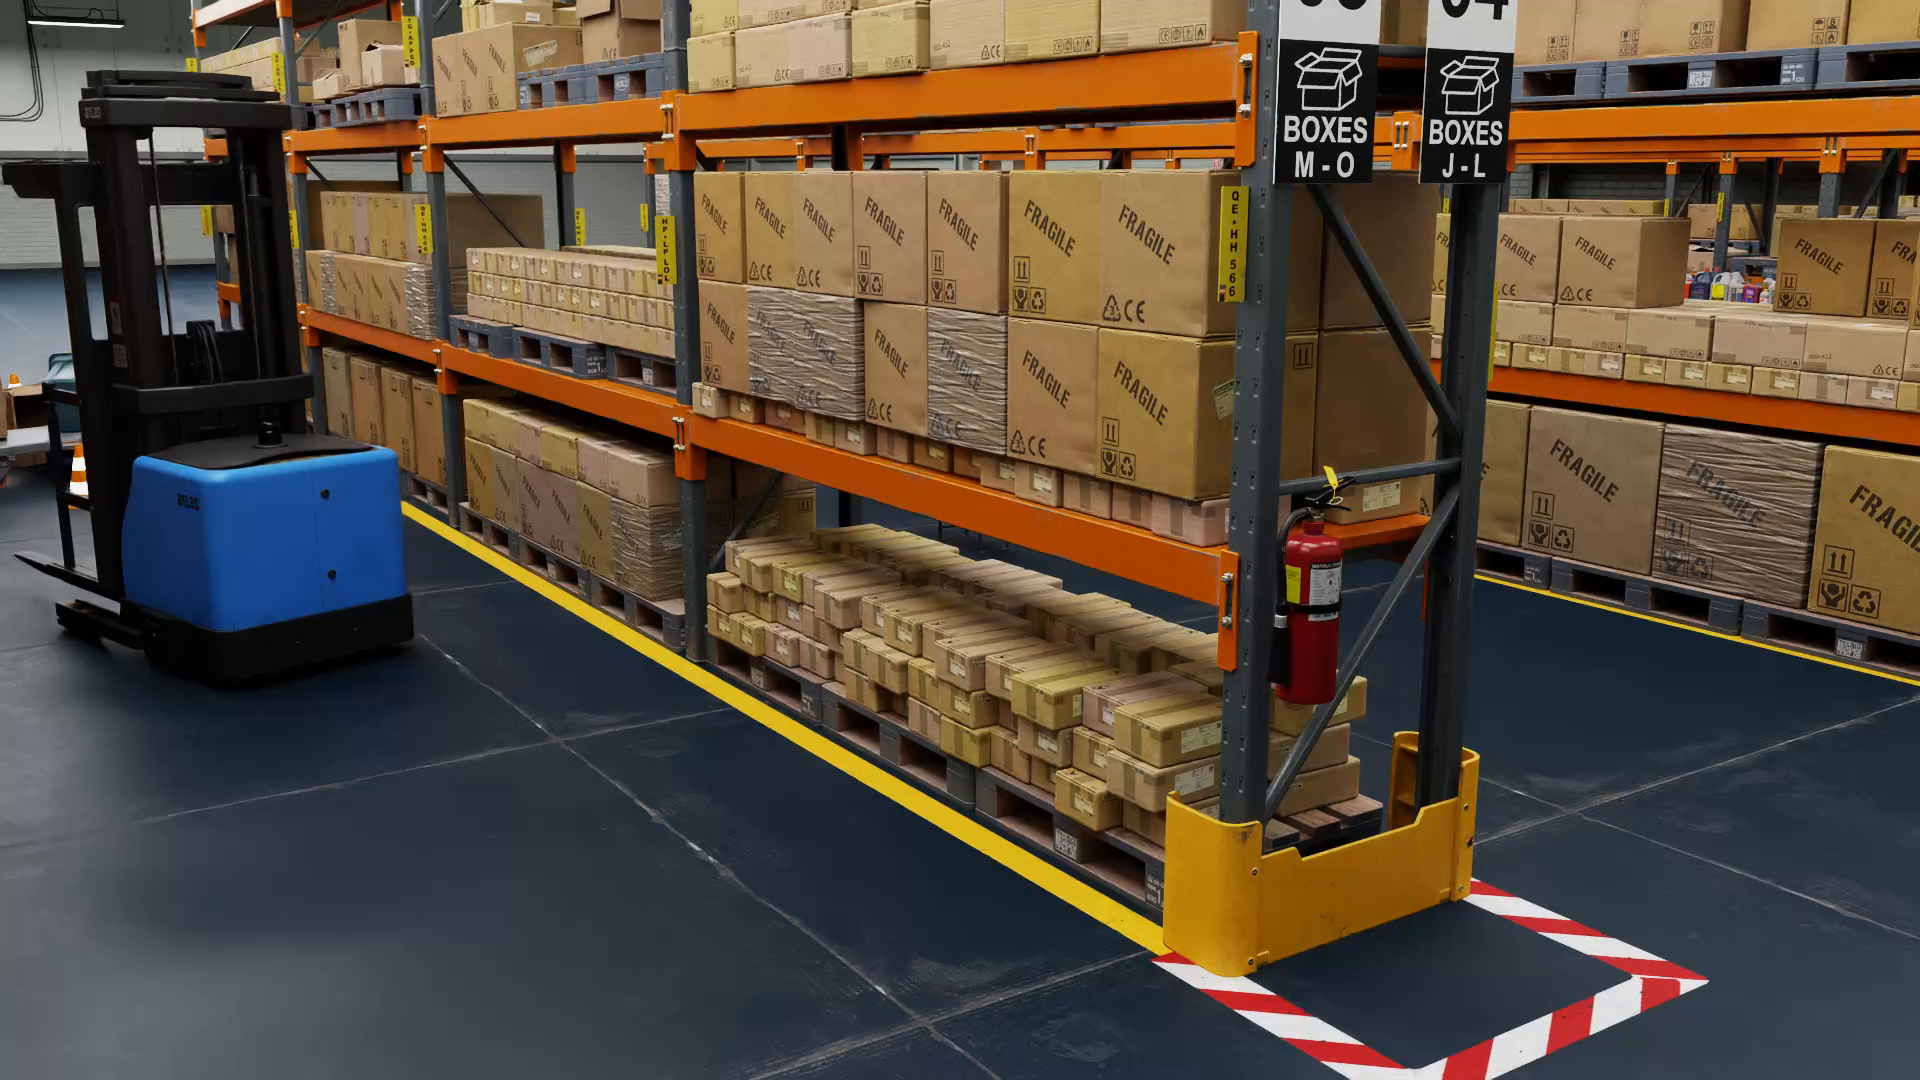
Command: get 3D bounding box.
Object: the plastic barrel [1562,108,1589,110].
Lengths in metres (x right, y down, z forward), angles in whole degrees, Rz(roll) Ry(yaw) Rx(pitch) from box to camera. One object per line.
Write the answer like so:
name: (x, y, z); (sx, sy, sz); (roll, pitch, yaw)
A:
plastic barrel: (5.848, -4.197, 15.851); (0.301, 0.262, 0.301); (0, 12, 0)

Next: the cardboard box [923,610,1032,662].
cardboard box: (0.072, 0.407, 6.779); (0.380, 0.149, 0.250); (-9, 15, -35)

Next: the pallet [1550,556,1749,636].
pallet: (4.261, 0.254, 9.704); (1.003, 0.211, 1.213); (-8, 15, -33)

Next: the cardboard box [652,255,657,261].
cardboard box: (-1.665, -1.675, 10.214); (0.380, 0.149, 0.250); (-8, 14, -31)

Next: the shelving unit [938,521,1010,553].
shelving unit: (0.092, -0.557, 11.099); (0.258, 1.200, 0.503); (-8, 15, -33)

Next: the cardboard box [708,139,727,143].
cardboard box: (-2.517, -4.608, 18.741); (0.500, 0.250, 0.500); (-8, 14, -31)

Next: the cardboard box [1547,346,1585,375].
cardboard box: (3.693, -1.069, 9.818); (0.380, 0.149, 0.250); (-8, 15, -34)

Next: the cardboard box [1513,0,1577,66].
cardboard box: (3.709, -3.106, 10.069); (0.700, 0.500, 0.500); (-9, 15, -36)

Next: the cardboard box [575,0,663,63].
cardboard box: (-1.707, -2.912, 9.409); (0.797, 0.503, 0.637); (-8, 15, -34)

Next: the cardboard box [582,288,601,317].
cardboard box: (-1.925, -1.361, 9.474); (0.380, 0.149, 0.250); (-9, 15, -36)

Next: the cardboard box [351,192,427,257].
cardboard box: (-4.546, -2.592, 13.617); (0.700, 0.500, 0.500); (-8, 15, -32)

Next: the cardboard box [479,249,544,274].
cardboard box: (-2.930, -1.832, 10.931); (0.380, 0.149, 0.250); (-9, 15, -34)

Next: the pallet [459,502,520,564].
pallet: (-2.745, -0.110, 11.372); (1.003, 0.211, 1.213); (-8, 15, -33)

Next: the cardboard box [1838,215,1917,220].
cardboard box: (10.048, -3.323, 18.318); (0.700, 0.500, 0.500); (-5, 13, -22)

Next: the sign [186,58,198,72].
sign: (-8.074, -4.901, 17.499); (0.100, 0.325, 0.005); (-8, 15, -33)

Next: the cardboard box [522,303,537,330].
cardboard box: (-2.498, -1.400, 10.348); (0.380, 0.149, 0.250); (-8, 14, -31)

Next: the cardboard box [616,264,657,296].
cardboard box: (-1.636, -1.416, 9.026); (0.380, 0.149, 0.250); (-9, 15, -35)

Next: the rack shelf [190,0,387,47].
rack shelf: (-6.501, -5.063, 16.069); (1.077, 0.370, 4.000); (-8, 15, -33)

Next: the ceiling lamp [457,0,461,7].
ceiling lamp: (-9.618, -12.695, 34.686); (2.000, 3.185, 0.800); (-8, 15, -33)

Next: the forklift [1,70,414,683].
forklift: (-4.296, -0.977, 8.969); (3.031, 2.935, 1.130); (10, 16, 40)

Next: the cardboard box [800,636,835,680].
cardboard box: (-0.515, 0.515, 7.677); (0.380, 0.149, 0.250); (-8, 15, -34)

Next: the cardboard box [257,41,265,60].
cardboard box: (-6.139, -4.426, 15.064); (0.380, 0.149, 0.250); (-8, 15, -33)

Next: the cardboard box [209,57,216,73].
cardboard box: (-7.409, -4.834, 16.927); (0.380, 0.149, 0.250); (-8, 15, -34)

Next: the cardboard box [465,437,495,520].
cardboard box: (-2.997, -0.440, 11.220); (0.500, 0.500, 0.500); (-9, 15, -35)

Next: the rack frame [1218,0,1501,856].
rack frame: (1.256, -0.189, 5.205); (1.000, 3.000, 0.127); (-8, 15, -33)

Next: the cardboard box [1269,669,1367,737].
cardboard box: (1.249, 0.575, 6.011); (0.380, 0.149, 0.250); (-9, 15, -35)

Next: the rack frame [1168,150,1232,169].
rack frame: (2.916, -3.478, 20.247); (1.000, 3.000, 0.127); (-8, 15, -33)

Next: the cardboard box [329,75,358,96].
cardboard box: (-4.833, -3.640, 13.334); (0.380, 0.149, 0.250); (-8, 15, -33)

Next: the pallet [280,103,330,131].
pallet: (-5.837, -3.892, 15.324); (1.003, 0.211, 1.213); (-8, 15, -33)

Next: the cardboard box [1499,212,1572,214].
cardboard box: (3.702, -1.858, 10.735); (0.500, 0.500, 0.500); (-8, 14, -31)

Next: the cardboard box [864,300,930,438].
cardboard box: (-0.045, -0.704, 6.628); (0.500, 0.500, 0.500); (-7, 14, -30)

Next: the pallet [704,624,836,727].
pallet: (-0.559, 0.577, 8.228); (1.003, 0.211, 1.213); (-8, 15, -33)

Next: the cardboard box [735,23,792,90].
cardboard box: (-0.638, -2.091, 7.231); (0.500, 0.250, 0.500); (-8, 15, -34)

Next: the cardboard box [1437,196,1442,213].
cardboard box: (2.864, -2.121, 11.457); (0.797, 0.503, 0.637); (-9, 15, -34)

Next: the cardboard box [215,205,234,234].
cardboard box: (-7.435, -3.565, 17.763); (0.875, 0.550, 0.550); (-8, 15, -33)

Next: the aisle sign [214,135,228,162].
aisle sign: (-7.898, -4.282, 17.834); (0.394, 0.787, 0.004); (-8, 15, -33)

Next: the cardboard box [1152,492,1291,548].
cardboard box: (0.840, -0.091, 5.344); (0.380, 0.149, 0.250); (-8, 15, -33)

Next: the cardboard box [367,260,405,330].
cardboard box: (-4.202, -1.887, 12.734); (0.500, 0.500, 0.500); (-8, 15, -34)

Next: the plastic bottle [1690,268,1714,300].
plastic bottle: (6.464, -2.189, 14.467); (0.144, 0.351, 0.185); (-8, 15, -33)

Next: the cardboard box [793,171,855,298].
cardboard box: (-0.360, -1.290, 6.970); (0.500, 0.500, 0.500); (-8, 15, -32)

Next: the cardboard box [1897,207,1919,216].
cardboard box: (13.111, -4.286, 22.675); (0.700, 0.500, 0.500); (-10, 16, -39)

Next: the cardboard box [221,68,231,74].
cardboard box: (-6.993, -4.530, 16.471); (0.500, 0.250, 0.500); (-8, 15, -33)

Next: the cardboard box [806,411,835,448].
cardboard box: (-0.448, -0.509, 7.254); (0.380, 0.149, 0.250); (-8, 15, -32)

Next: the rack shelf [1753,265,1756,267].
rack shelf: (12.271, -3.944, 24.060); (1.077, 0.370, 4.000); (-8, 15, -33)

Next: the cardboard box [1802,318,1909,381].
cardboard box: (4.671, -0.975, 8.455); (0.500, 0.250, 0.500); (-8, 15, -34)

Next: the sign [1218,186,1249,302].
sign: (0.783, -0.847, 4.763); (0.100, 0.325, 0.005); (-8, 15, -33)

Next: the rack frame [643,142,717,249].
rack frame: (-3.424, -3.604, 20.819); (1.000, 3.000, 0.127); (-8, 15, -33)

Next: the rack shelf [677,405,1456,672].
rack shelf: (0.148, -0.193, 6.908); (1.077, 0.370, 4.000); (-8, 15, -33)

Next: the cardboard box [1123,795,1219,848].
cardboard box: (0.791, 0.930, 5.779); (0.380, 0.149, 0.250); (-8, 15, -32)

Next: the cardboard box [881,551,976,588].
cardboard box: (-0.149, 0.169, 7.867); (0.380, 0.149, 0.250); (-8, 14, -31)

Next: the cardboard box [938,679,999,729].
cardboard box: (0.139, 0.610, 6.543); (0.380, 0.149, 0.250); (-8, 15, -32)
